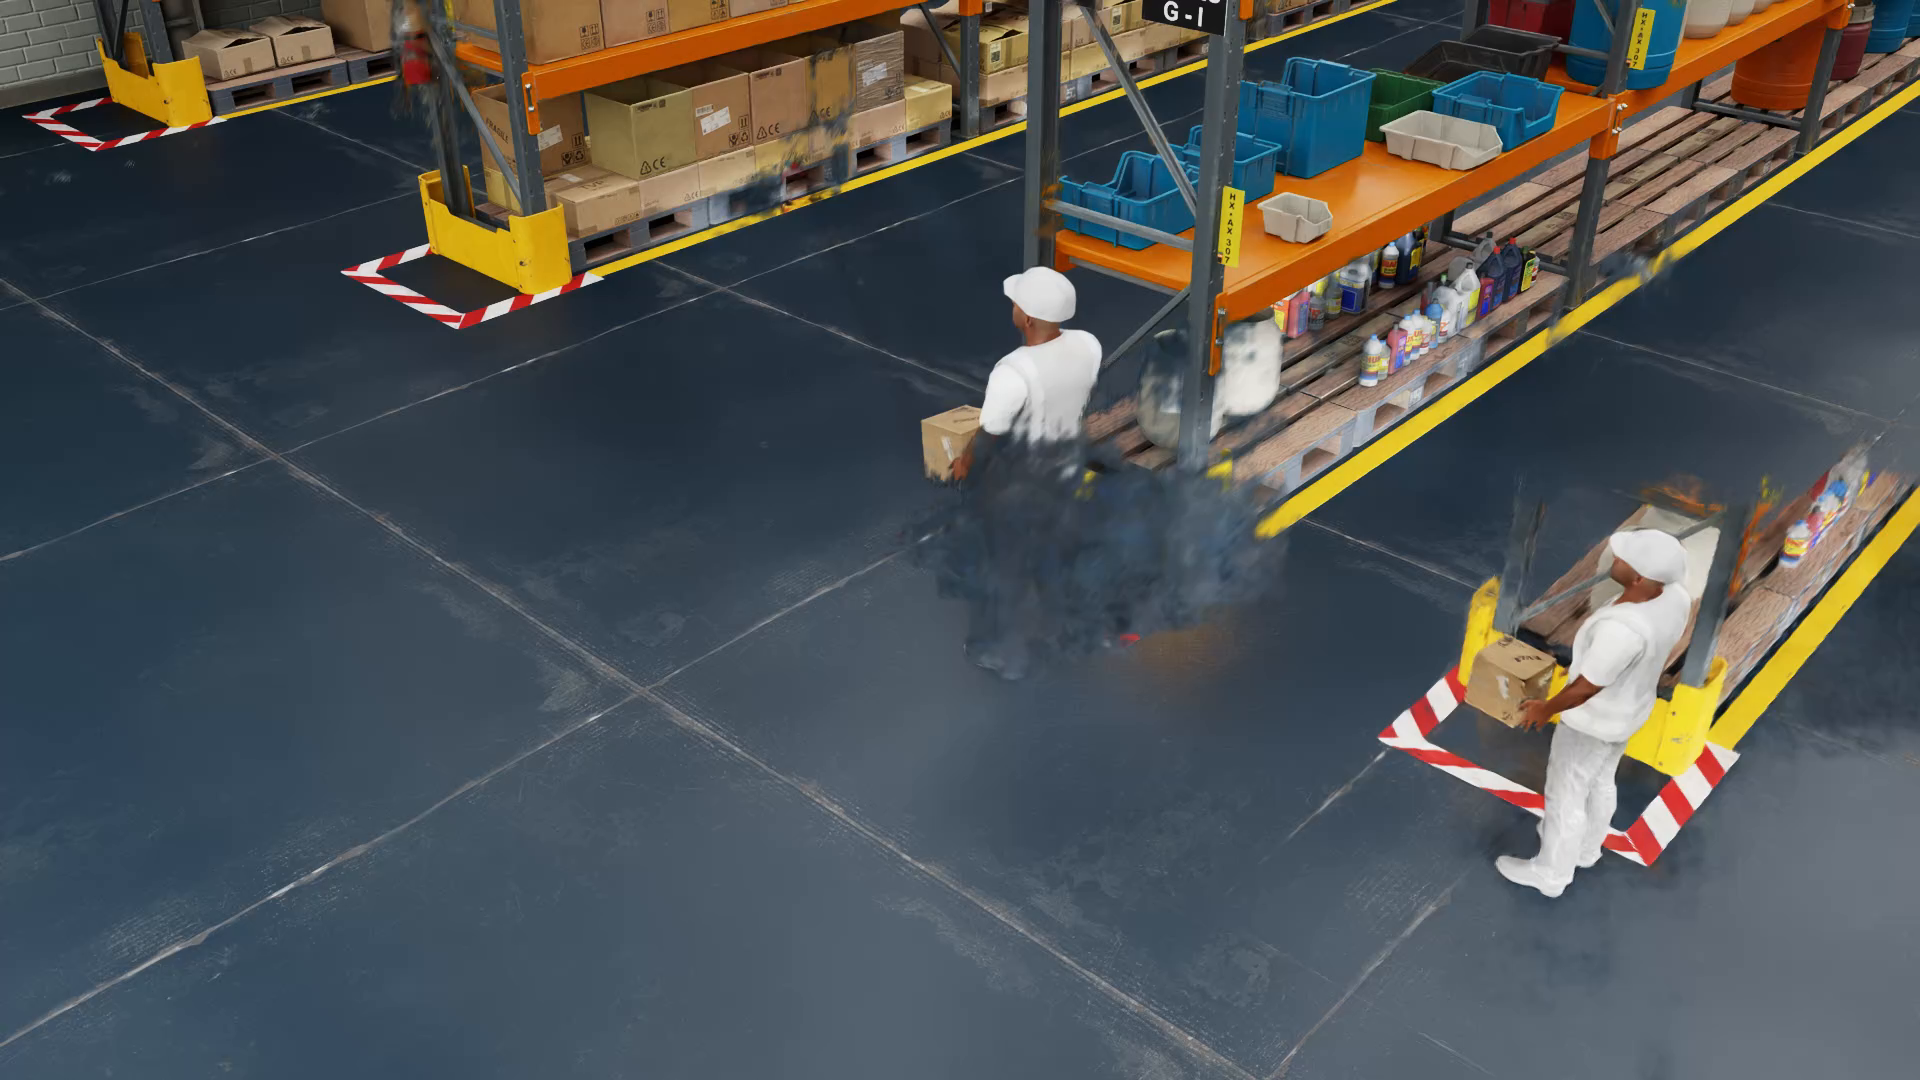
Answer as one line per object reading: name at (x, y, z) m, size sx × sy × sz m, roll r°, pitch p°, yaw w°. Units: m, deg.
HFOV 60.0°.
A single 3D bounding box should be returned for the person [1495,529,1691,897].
person at (0.240, -0.268, 6.542) m, size 0.464 × 1.778 × 0.554 m, roll 27°, pitch 40°, yaw 37°
